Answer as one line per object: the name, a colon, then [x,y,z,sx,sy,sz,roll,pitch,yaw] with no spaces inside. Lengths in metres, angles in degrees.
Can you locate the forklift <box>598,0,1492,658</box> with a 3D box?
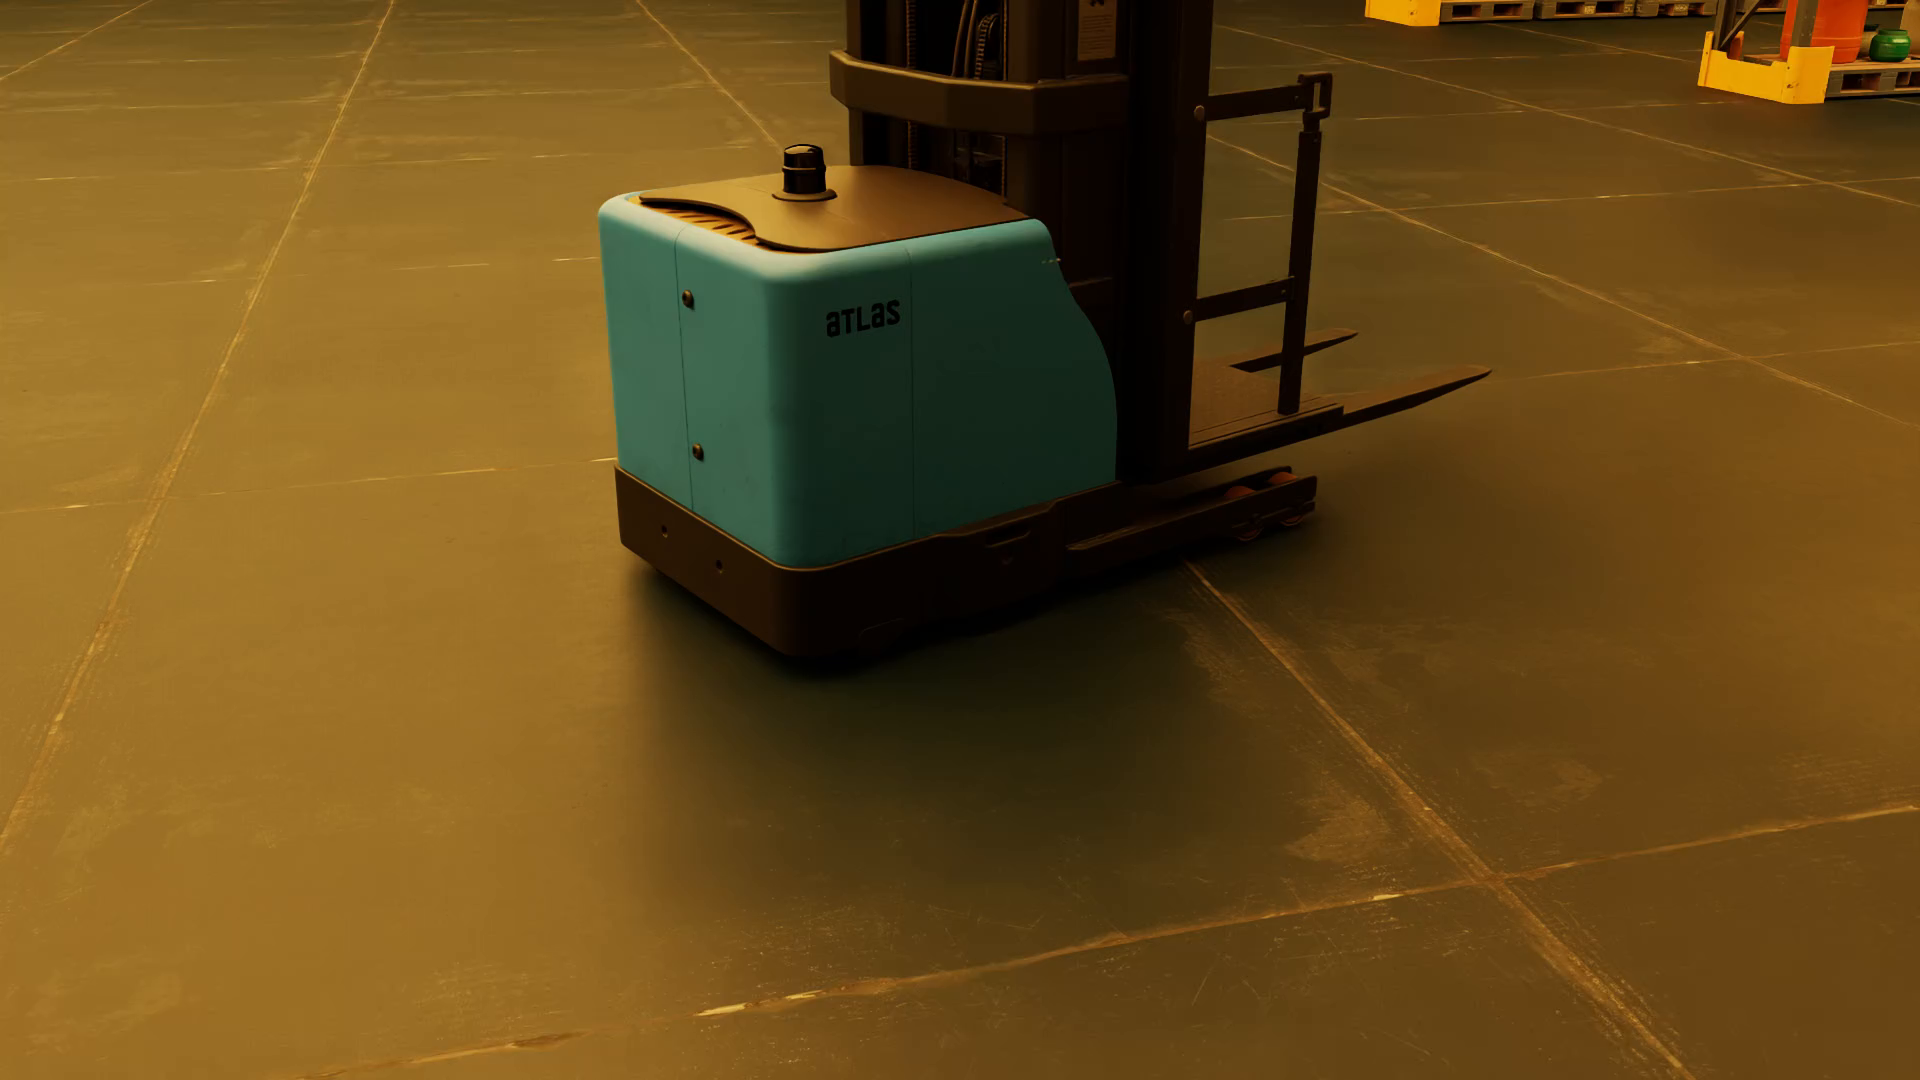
forklift: [0.484,-1.493,4.818,3.031,2.935,1.130,-17,28,-34]
